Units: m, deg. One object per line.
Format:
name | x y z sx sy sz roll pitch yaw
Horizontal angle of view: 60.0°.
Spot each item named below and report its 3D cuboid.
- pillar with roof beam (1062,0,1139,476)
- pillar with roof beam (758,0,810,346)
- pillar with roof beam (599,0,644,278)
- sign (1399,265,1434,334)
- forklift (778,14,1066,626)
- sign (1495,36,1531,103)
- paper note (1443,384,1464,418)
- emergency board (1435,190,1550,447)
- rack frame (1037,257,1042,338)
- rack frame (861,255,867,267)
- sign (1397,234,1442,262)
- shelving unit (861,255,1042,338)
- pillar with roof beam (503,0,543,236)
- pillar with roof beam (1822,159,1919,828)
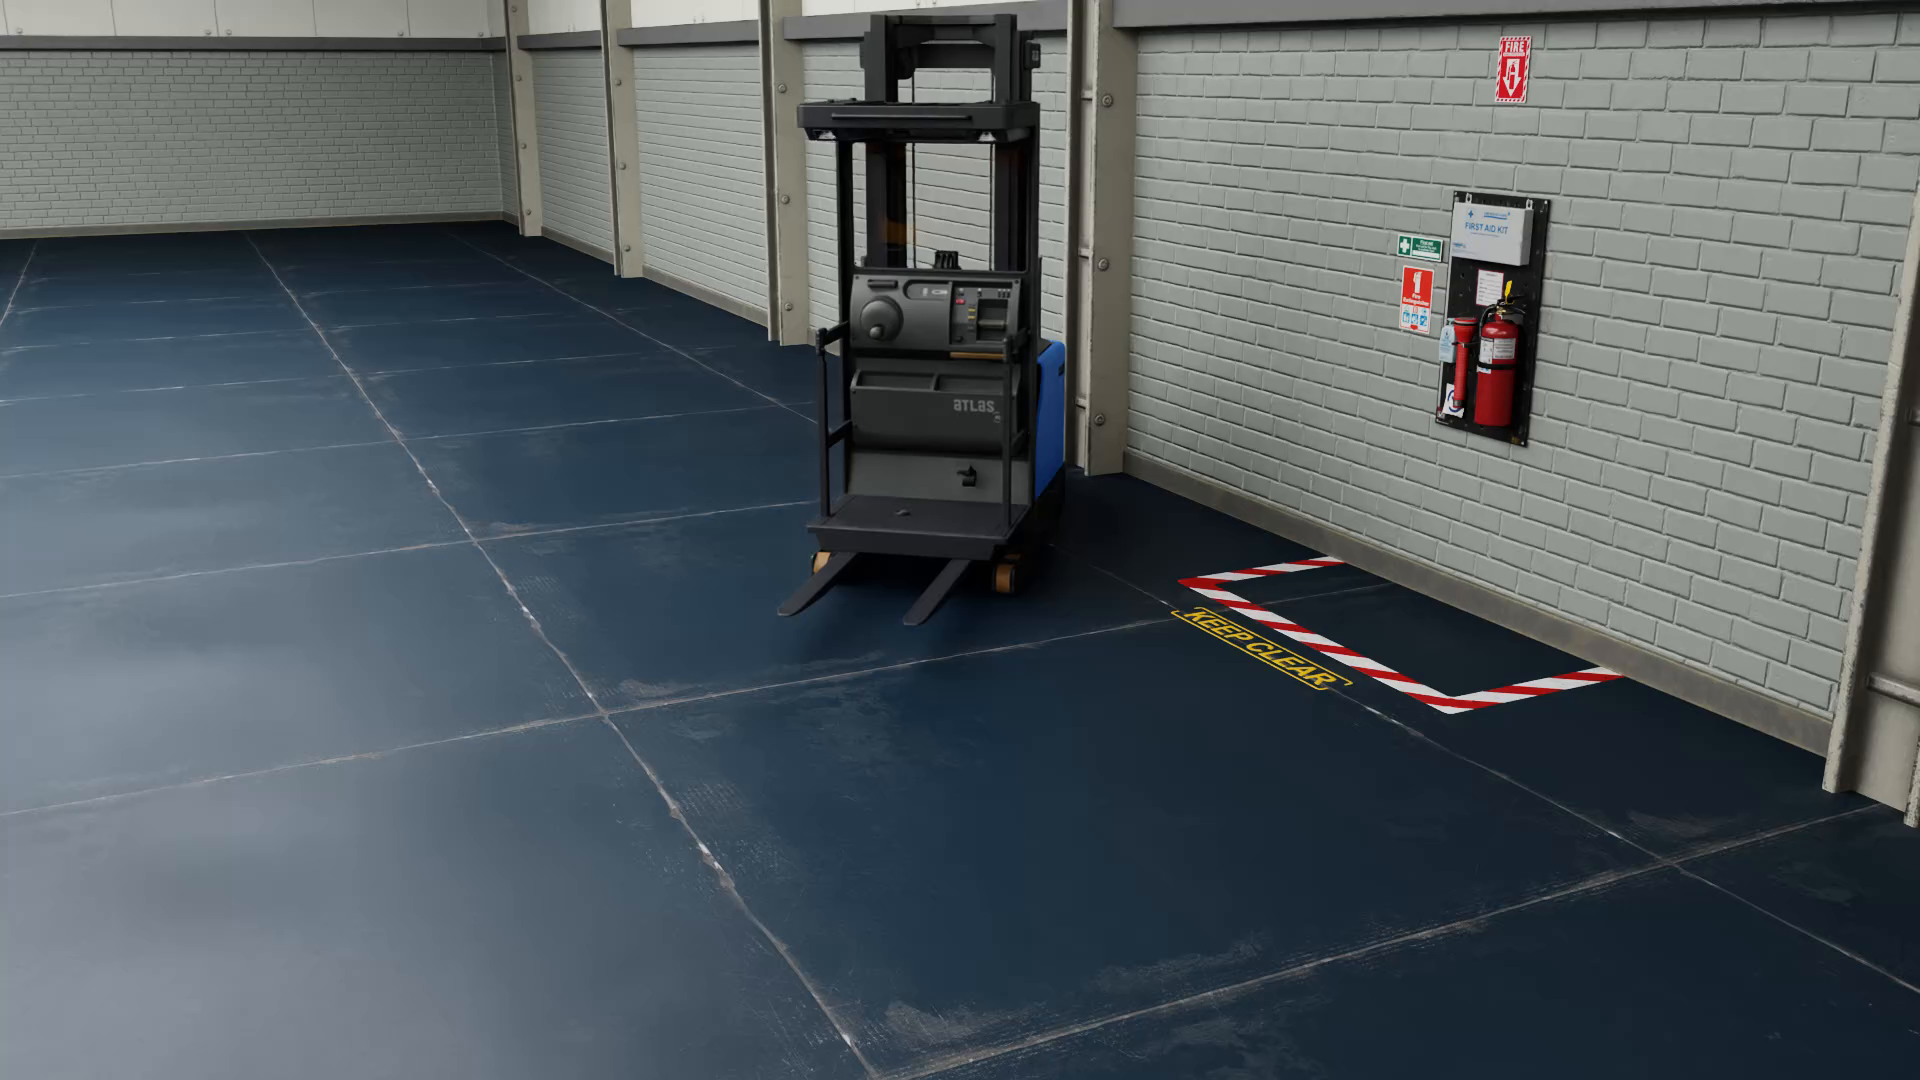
pillar with roof beam | -2.951 -4.306 8.442 9.100 9.000 0.400 -8 18 -25
pillar with roof beam | -5.579 -5.794 13.626 9.100 9.000 0.400 -8 18 -25
pillar with roof beam | -8.208 -7.282 18.810 9.100 9.000 0.400 -8 18 -25
sign | 2.350 -1.239 8.565 0.001 0.329 0.234 -8 18 -25
forklift | -0.179 -1.233 8.734 1.130 2.935 3.031 4 16 13
sign | 2.585 -2.201 7.778 0.001 0.298 0.199 -8 18 -25
paper note | 2.484 -0.701 8.353 0.016 0.148 0.142 -8 18 -25
emergency board | 2.499 -1.072 8.049 0.194 1.169 0.643 -8 18 -25
rack frame | 0.389 -1.024 10.601 0.032 1.500 0.500 9 18 27
rack frame | -0.504 -1.159 11.069 0.032 1.500 0.500 9 18 27
sign | 2.344 -1.491 8.485 0.001 0.109 0.331 -8 18 -25
shelving unit | -0.050 -1.090 10.831 1.083 1.500 0.587 9 18 27
pillar with roof beam | -10.837 -8.769 23.995 9.100 9.000 0.400 -8 18 -25
pillar with roof beam | -0.322 -2.818 3.257 9.100 9.000 0.400 -8 18 -25
